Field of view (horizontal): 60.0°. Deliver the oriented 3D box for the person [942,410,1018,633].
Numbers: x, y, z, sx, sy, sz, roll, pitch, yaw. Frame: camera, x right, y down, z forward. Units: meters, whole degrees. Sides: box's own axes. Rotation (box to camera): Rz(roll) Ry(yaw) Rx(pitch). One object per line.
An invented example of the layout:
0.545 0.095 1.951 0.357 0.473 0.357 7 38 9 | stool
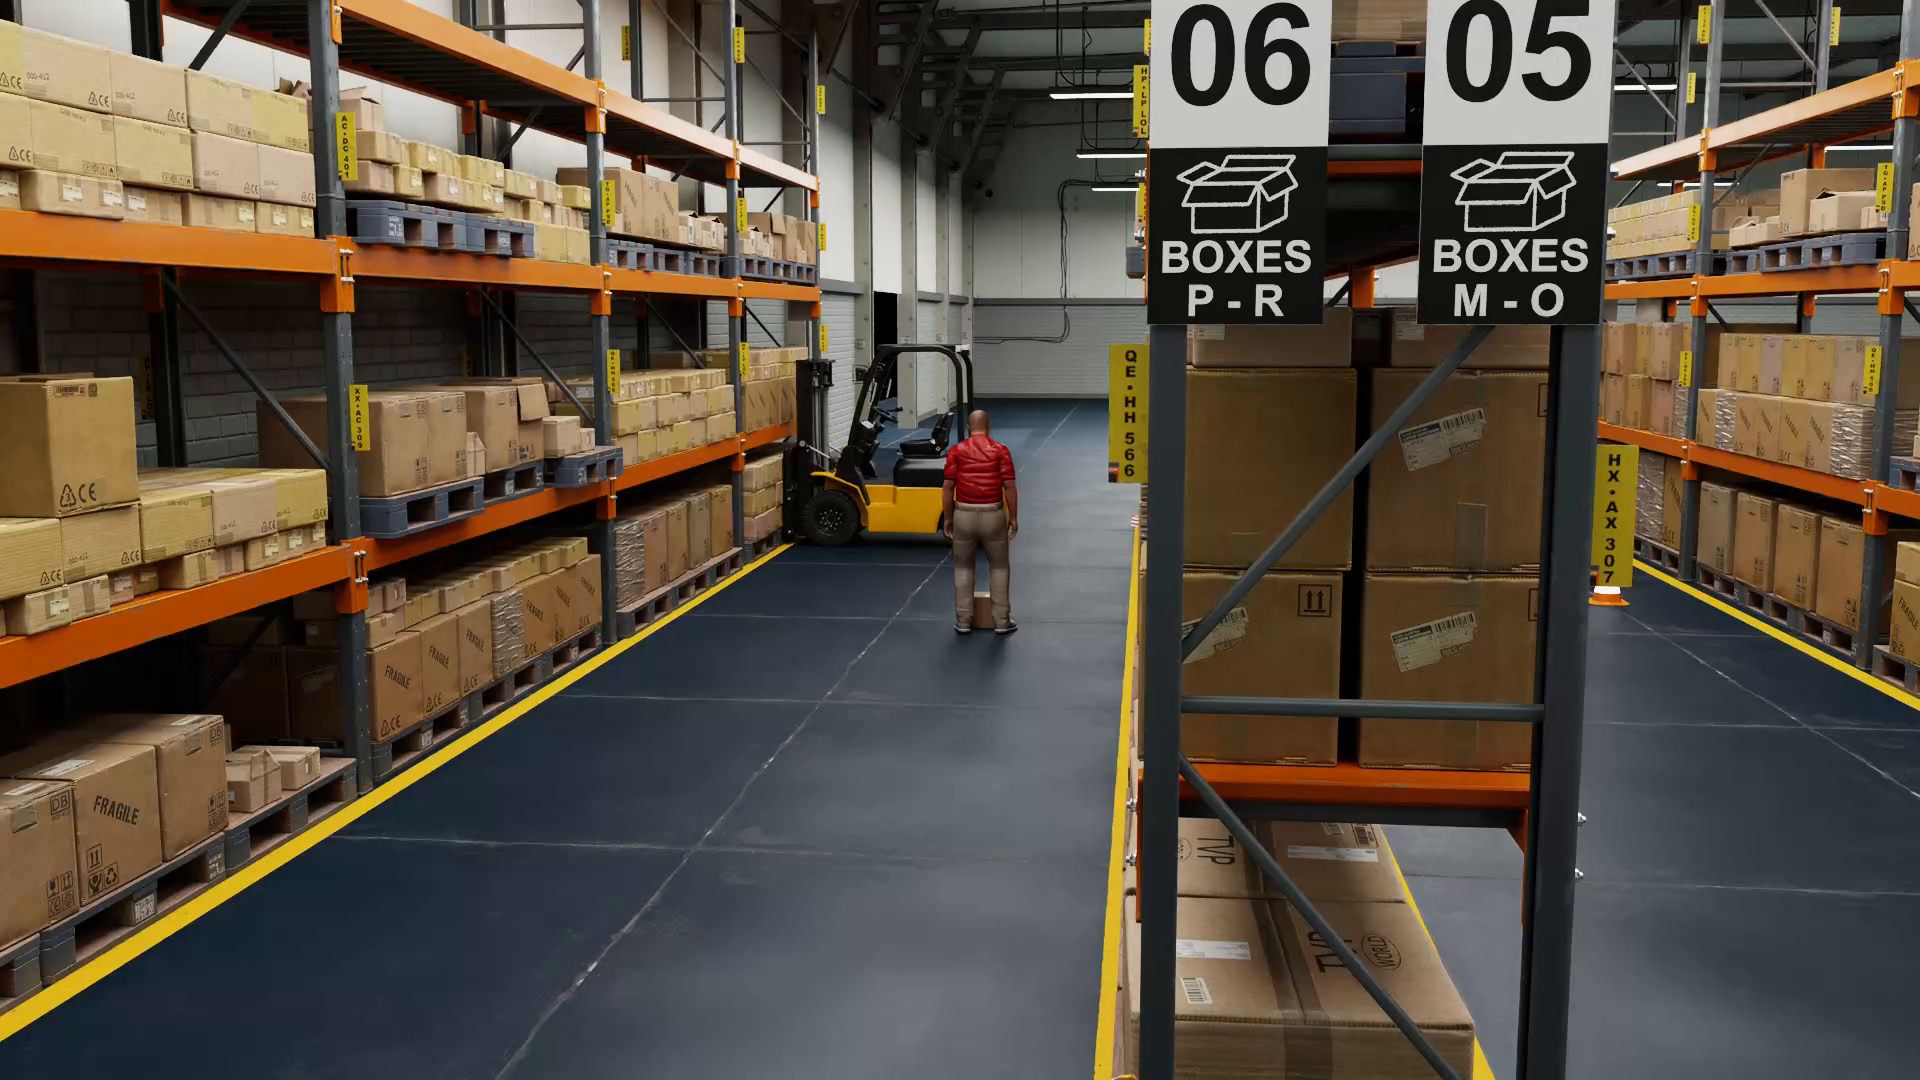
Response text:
0.158 -0.143 12.922 0.586 1.727 0.393 1 8 7 | person
